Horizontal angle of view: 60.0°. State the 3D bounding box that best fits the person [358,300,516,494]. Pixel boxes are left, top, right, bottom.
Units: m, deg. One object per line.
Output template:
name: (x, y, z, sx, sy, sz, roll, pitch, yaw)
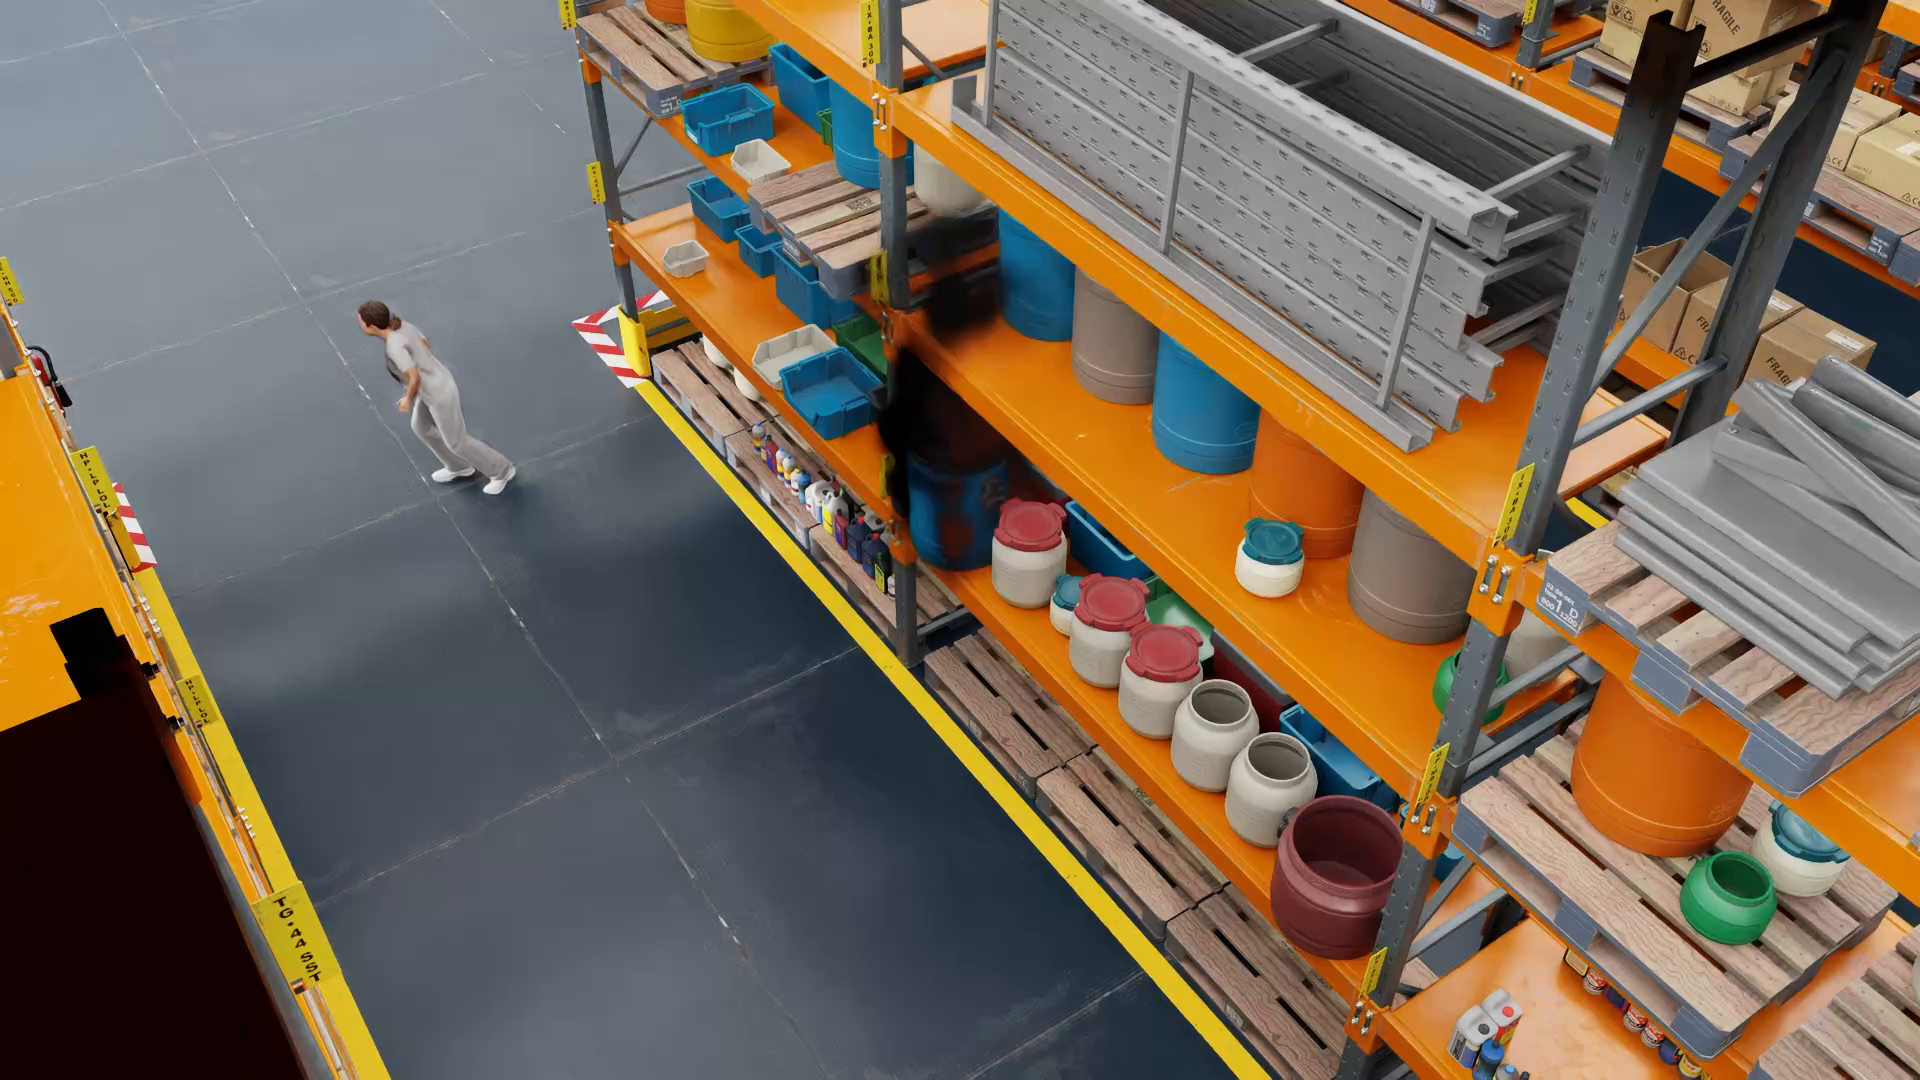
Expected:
person: (-3.682, -1.021, 11.763, 0.794, 1.523, 0.631, -12, 44, -13)
